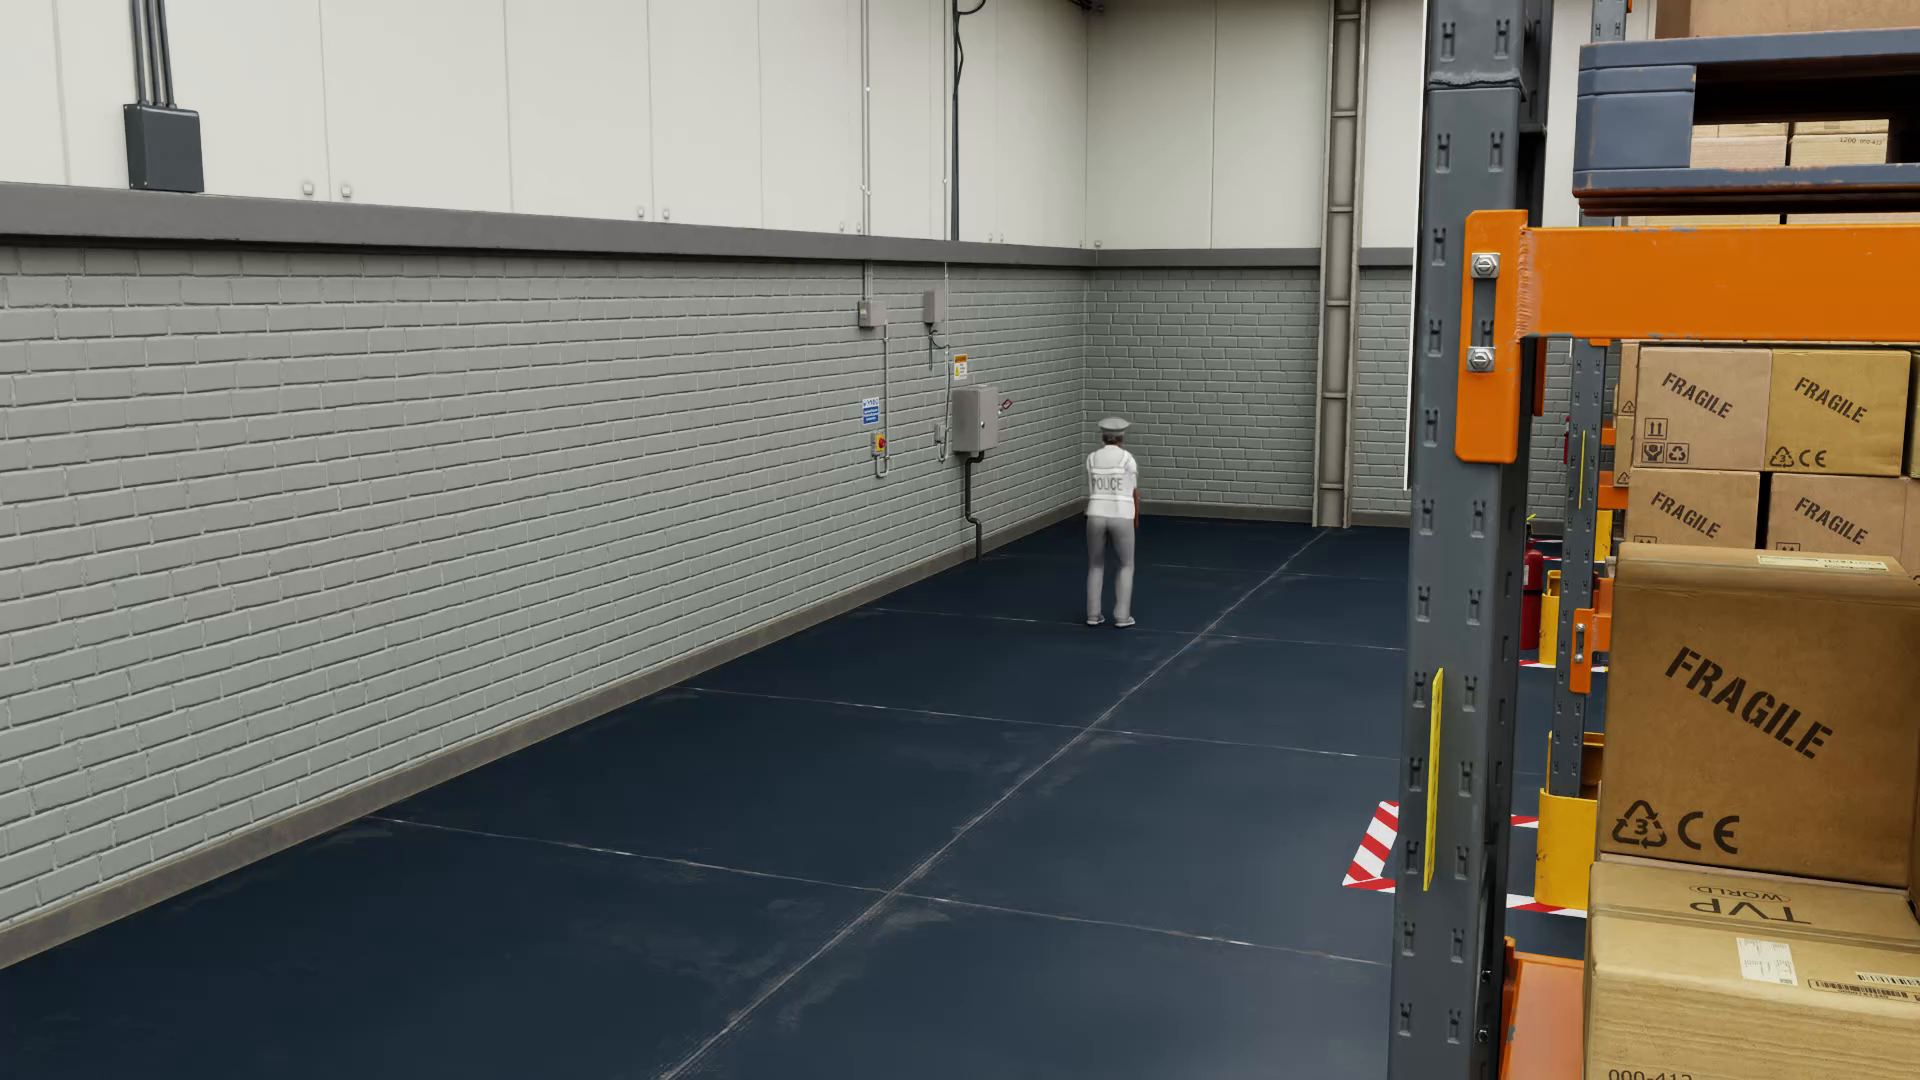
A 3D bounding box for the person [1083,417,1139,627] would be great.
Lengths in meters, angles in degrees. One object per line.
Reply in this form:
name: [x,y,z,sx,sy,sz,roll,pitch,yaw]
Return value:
person: [1.221,-0.147,13.328,0.416,1.664,0.543,3,9,20]
